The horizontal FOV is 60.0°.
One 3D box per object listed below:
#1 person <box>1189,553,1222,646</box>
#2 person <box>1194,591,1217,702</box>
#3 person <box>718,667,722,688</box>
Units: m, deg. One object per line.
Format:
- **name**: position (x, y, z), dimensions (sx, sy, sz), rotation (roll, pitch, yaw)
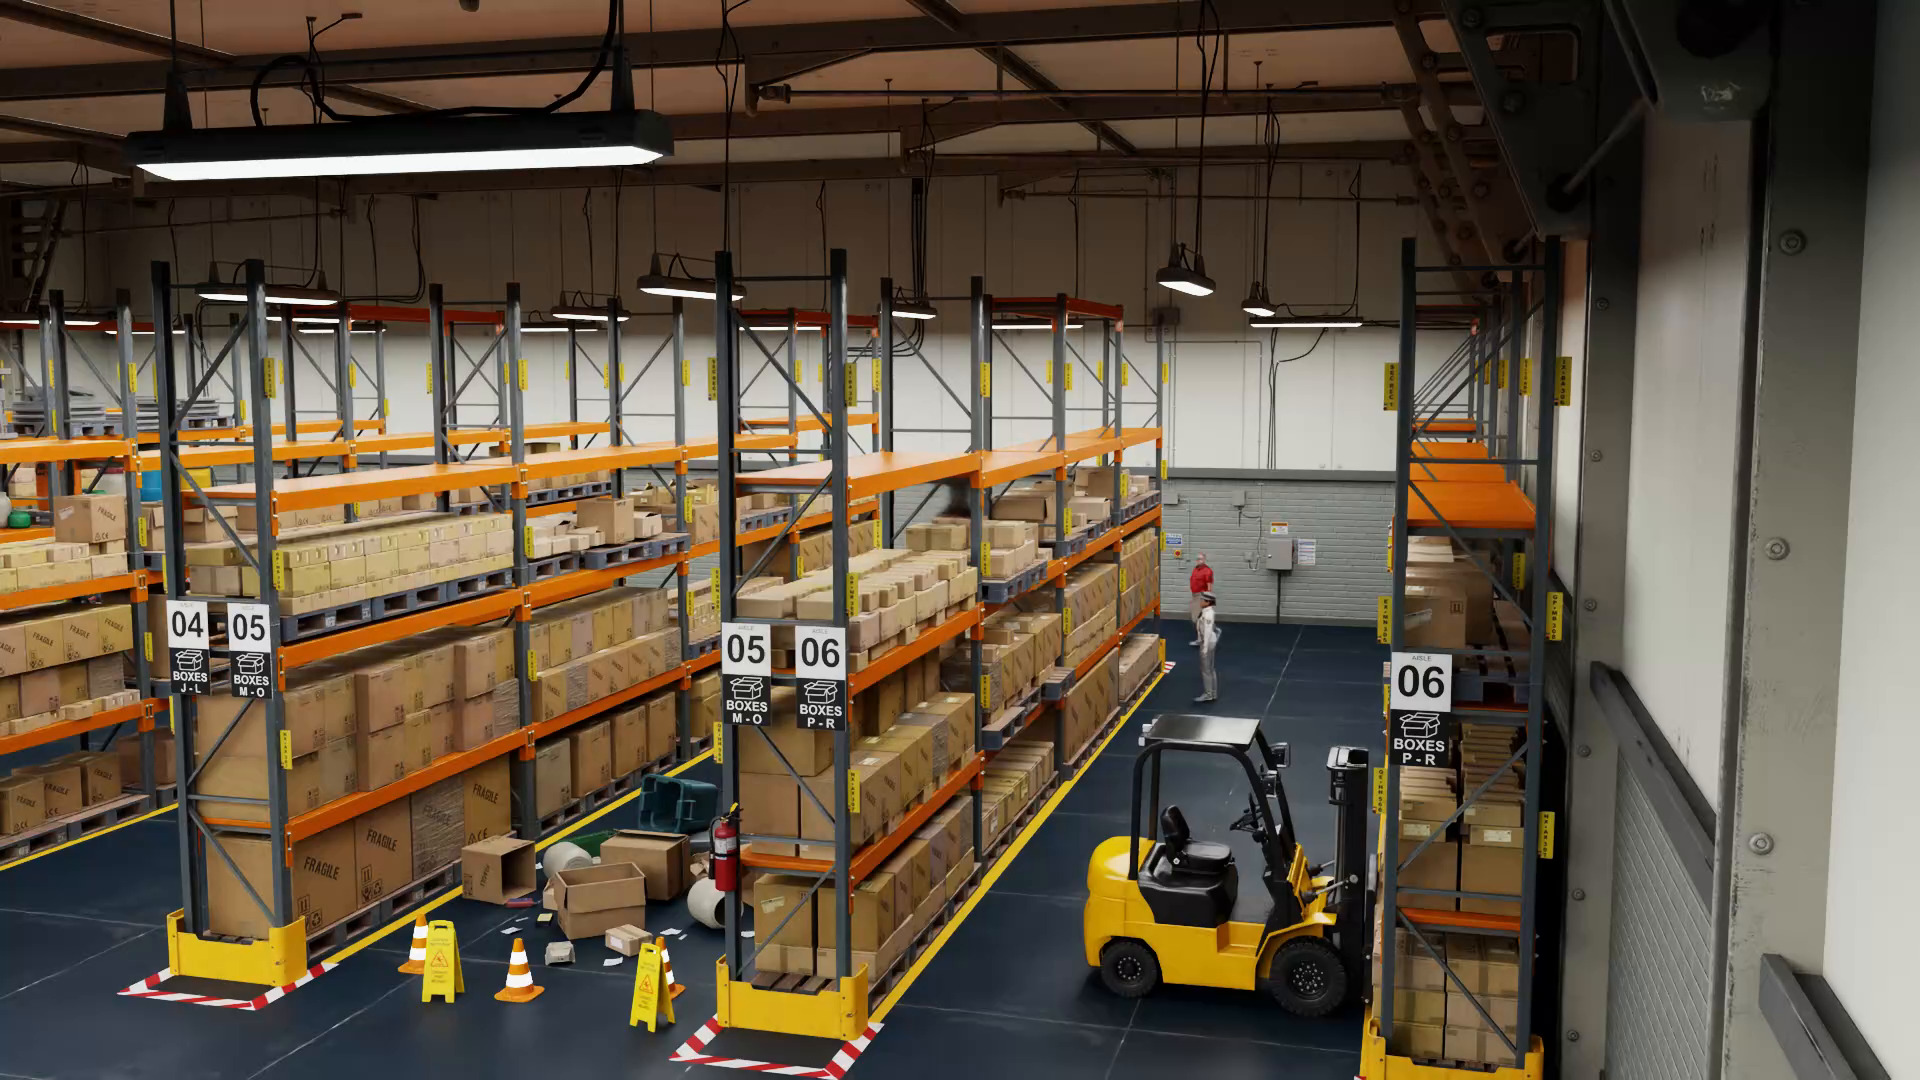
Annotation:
- **person**: position (4.473, 1.088, 30.391), dimensions (0.543, 1.708, 0.533), rotation (0, 6, 1)
- **person**: position (3.799, 1.620, 25.586), dimensions (0.330, 1.691, 0.551), rotation (2, 6, 16)
- **person**: position (-2.764, 2.127, 20.751), dimensions (0.481, 1.708, 0.559), rotation (0, 6, -3)
